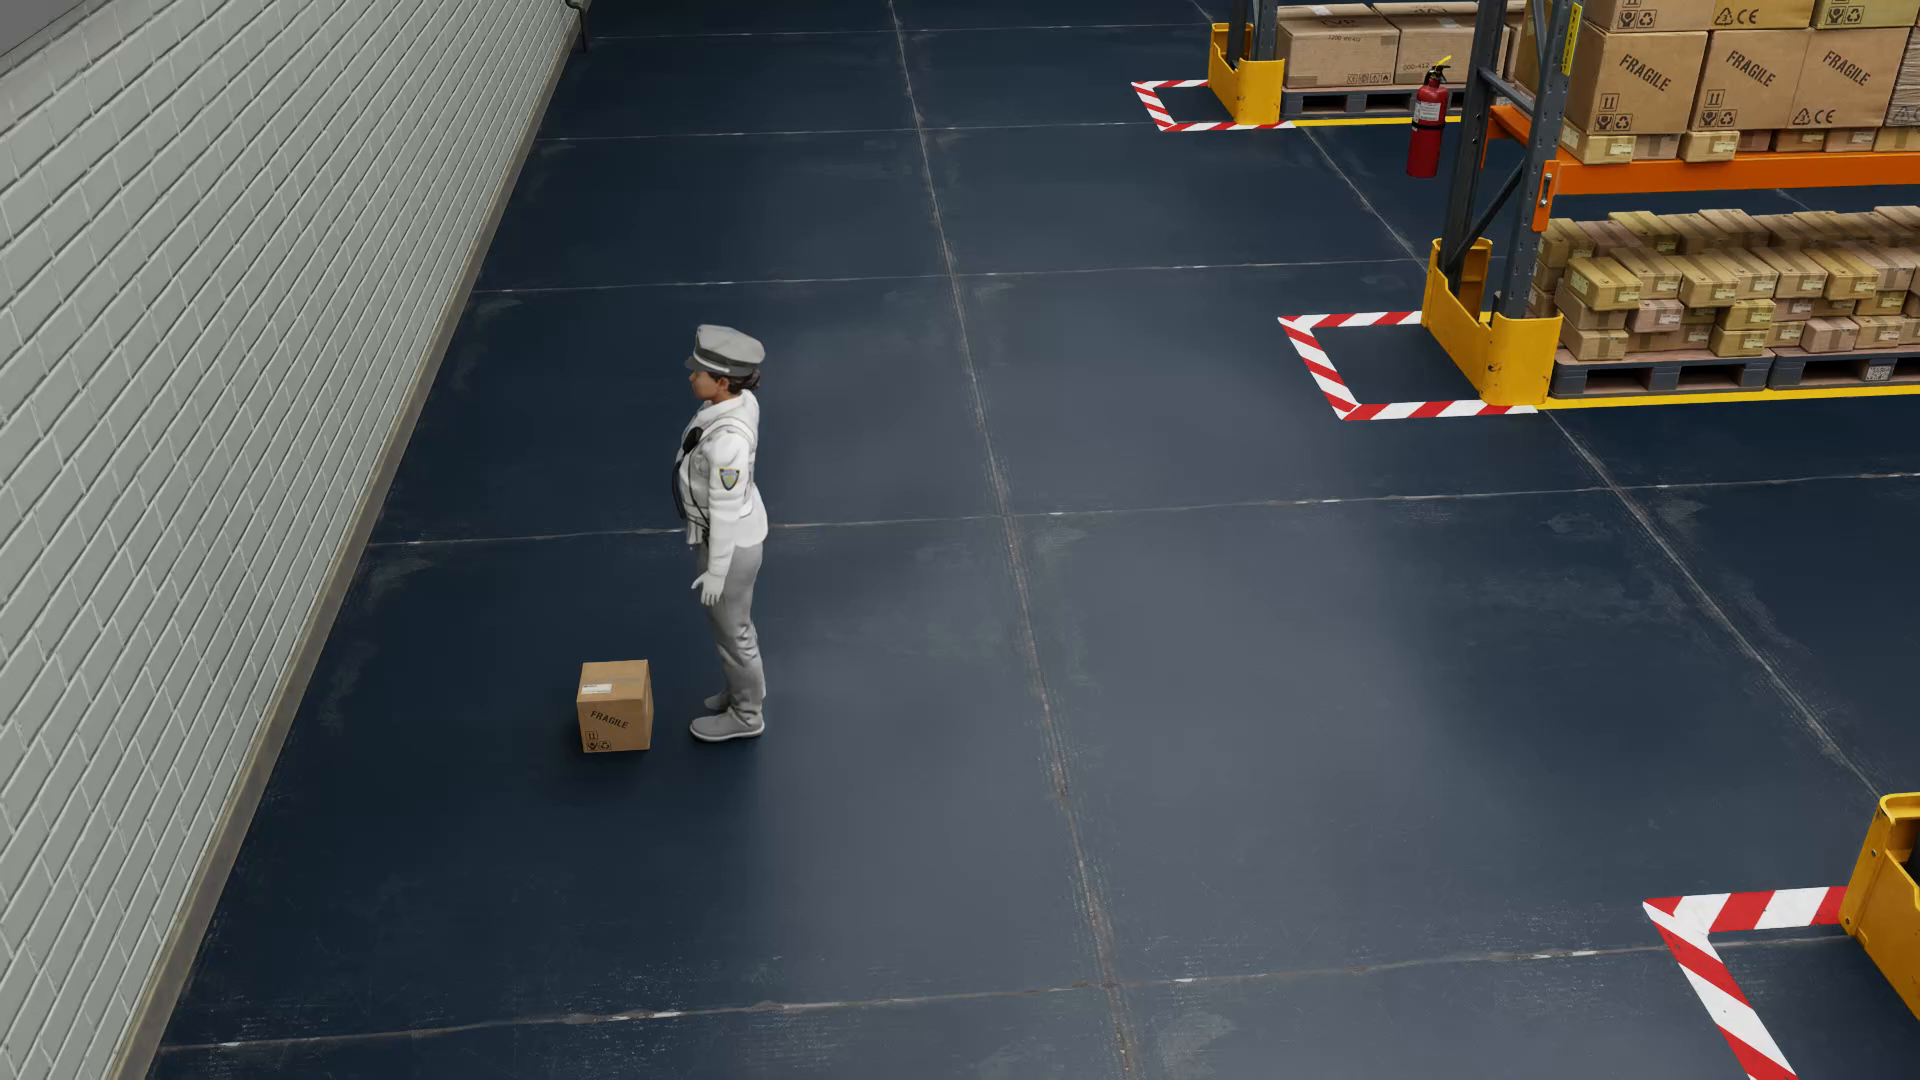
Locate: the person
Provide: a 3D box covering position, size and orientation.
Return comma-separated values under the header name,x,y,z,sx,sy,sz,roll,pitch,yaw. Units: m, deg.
name,x,y,z,sx,sy,sz,roll,pitch,yaw
person,-0.860,0.026,6.103,0.384,1.744,0.490,-2,31,-4
